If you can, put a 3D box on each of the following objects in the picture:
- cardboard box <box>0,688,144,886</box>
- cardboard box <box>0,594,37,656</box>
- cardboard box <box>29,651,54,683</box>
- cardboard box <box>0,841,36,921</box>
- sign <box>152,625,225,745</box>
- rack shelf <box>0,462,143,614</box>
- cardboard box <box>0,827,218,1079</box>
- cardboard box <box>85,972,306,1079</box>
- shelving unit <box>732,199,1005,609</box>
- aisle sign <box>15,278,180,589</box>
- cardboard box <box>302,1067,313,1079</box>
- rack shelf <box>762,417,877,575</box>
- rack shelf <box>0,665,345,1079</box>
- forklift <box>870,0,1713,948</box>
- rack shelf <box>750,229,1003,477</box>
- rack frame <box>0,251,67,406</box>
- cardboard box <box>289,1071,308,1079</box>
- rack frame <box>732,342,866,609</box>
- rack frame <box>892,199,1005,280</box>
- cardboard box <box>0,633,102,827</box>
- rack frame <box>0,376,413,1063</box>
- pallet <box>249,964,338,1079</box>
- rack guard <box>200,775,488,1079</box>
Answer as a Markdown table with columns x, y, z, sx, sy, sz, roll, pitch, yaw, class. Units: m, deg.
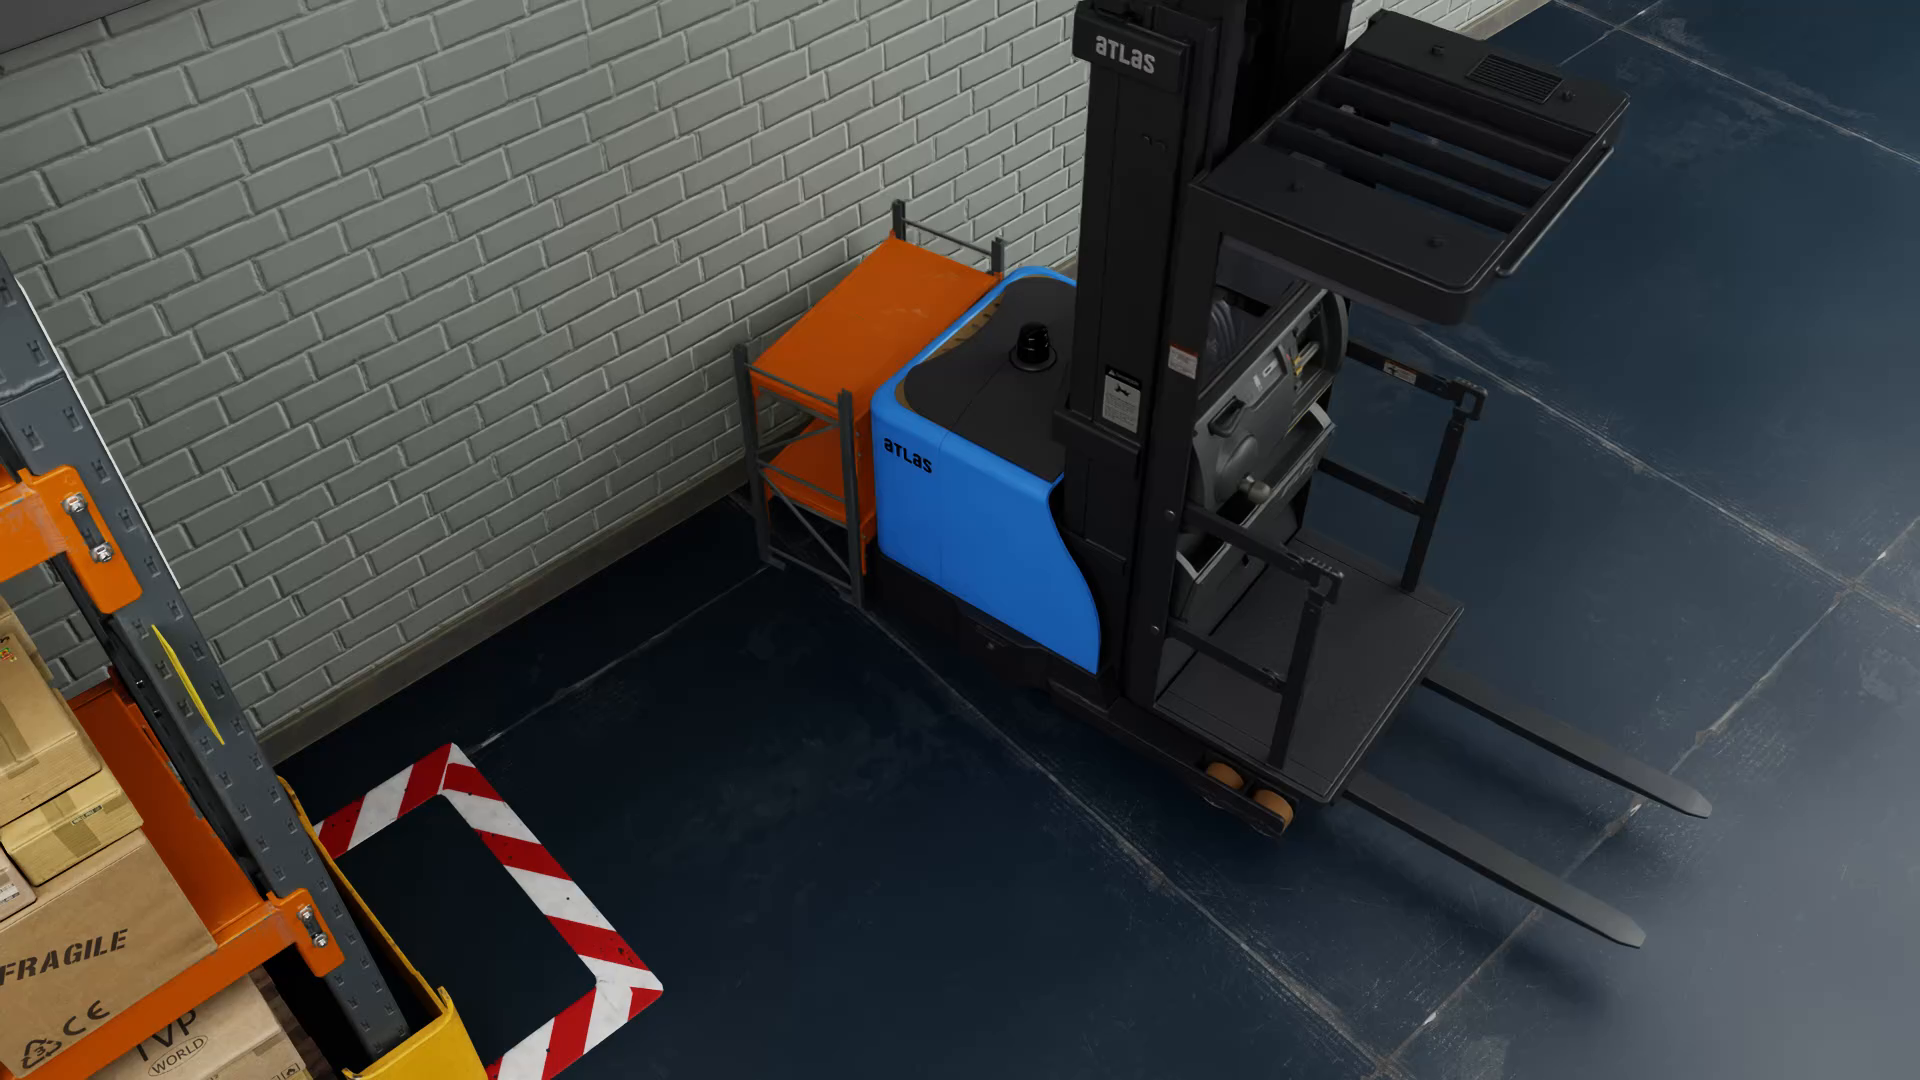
| x | y | z | sx | sy | sz | roll | pitch | yaw | class |
| --- | --- | --- | --- | --- | --- | --- | --- | --- | --- |
| -2.059 | 0.550 | 3.745 | 0.250 | 0.149 | 0.380 | -33 | 55 | -27 | cardboard box |
| -2.384 | 0.176 | 3.888 | 0.250 | 0.149 | 0.380 | -35 | 56 | -28 | cardboard box |
| -2.417 | 0.253 | 4.019 | 0.250 | 0.149 | 0.380 | -35 | 56 | -28 | cardboard box |
| -2.228 | 0.693 | 3.614 | 0.250 | 0.149 | 0.380 | -33 | 55 | -27 | cardboard box |
| -1.637 | 0.309 | 3.528 | 0.005 | 0.325 | 0.100 | -34 | 56 | -27 | sign |
| -3.471 | 0.696 | 2.569 | 4.000 | 0.370 | 1.077 | -34 | 56 | -27 | rack shelf |
| -2.179 | 0.833 | 3.926 | 0.500 | 0.500 | 0.500 | -35 | 56 | -28 | cardboard box |
| -2.122 | 1.329 | 4.441 | 0.500 | 0.250 | 0.500 | -32 | 55 | -26 | cardboard box |
| -0.319 | -0.532 | 6.529 | 0.538 | 1.125 | 1.048 | 25 | 52 | 21 | shelving unit |
| -1.745 | -0.274 | 3.246 | 0.004 | 0.787 | 0.394 | -34 | 56 | -27 | aisle sign |
| -2.126 | 1.675 | 4.802 | 0.500 | 0.250 | 0.500 | -33 | 56 | -27 | cardboard box |
| -0.319 | -0.366 | 6.708 | 0.538 | 0.278 | 1.000 | 25 | 52 | 21 | rack shelf |
| -3.471 | 1.713 | 3.671 | 4.000 | 0.370 | 1.077 | -34 | 56 | -27 | rack shelf |
| 1.153 | -0.403 | 5.181 | 3.031 | 2.935 | 1.130 | 29 | 54 | 24 | forklift |
| -0.319 | -0.730 | 6.314 | 0.538 | 0.278 | 1.000 | 25 | 52 | 21 | rack shelf |
| -1.991 | -1.554 | 2.114 | 0.127 | 3.000 | 1.000 | -34 | 56 | -27 | rack frame |
| -2.141 | 1.512 | 4.613 | 0.500 | 0.250 | 0.500 | -34 | 56 | -28 | cardboard box |
| -0.592 | -0.217 | 6.238 | 0.500 | 1.125 | 0.032 | 25 | 52 | 21 | rack frame |
| -0.047 | -0.847 | 6.820 | 0.500 | 1.125 | 0.032 | 25 | 52 | 21 | rack frame |
| -2.115 | 0.417 | 3.665 | 0.250 | 0.149 | 0.380 | -34 | 56 | -27 | cardboard box |
| -1.991 | 0.480 | 4.319 | 0.127 | 3.000 | 1.000 | -34 | 56 | -27 | rack frame |
| -2.529 | 1.827 | 4.974 | 1.213 | 0.211 | 1.003 | -34 | 56 | -27 | pallet |
| -1.974 | 1.316 | 5.249 | 0.348 | 0.500 | 1.175 | -34 | 56 | -27 | rack guard |
